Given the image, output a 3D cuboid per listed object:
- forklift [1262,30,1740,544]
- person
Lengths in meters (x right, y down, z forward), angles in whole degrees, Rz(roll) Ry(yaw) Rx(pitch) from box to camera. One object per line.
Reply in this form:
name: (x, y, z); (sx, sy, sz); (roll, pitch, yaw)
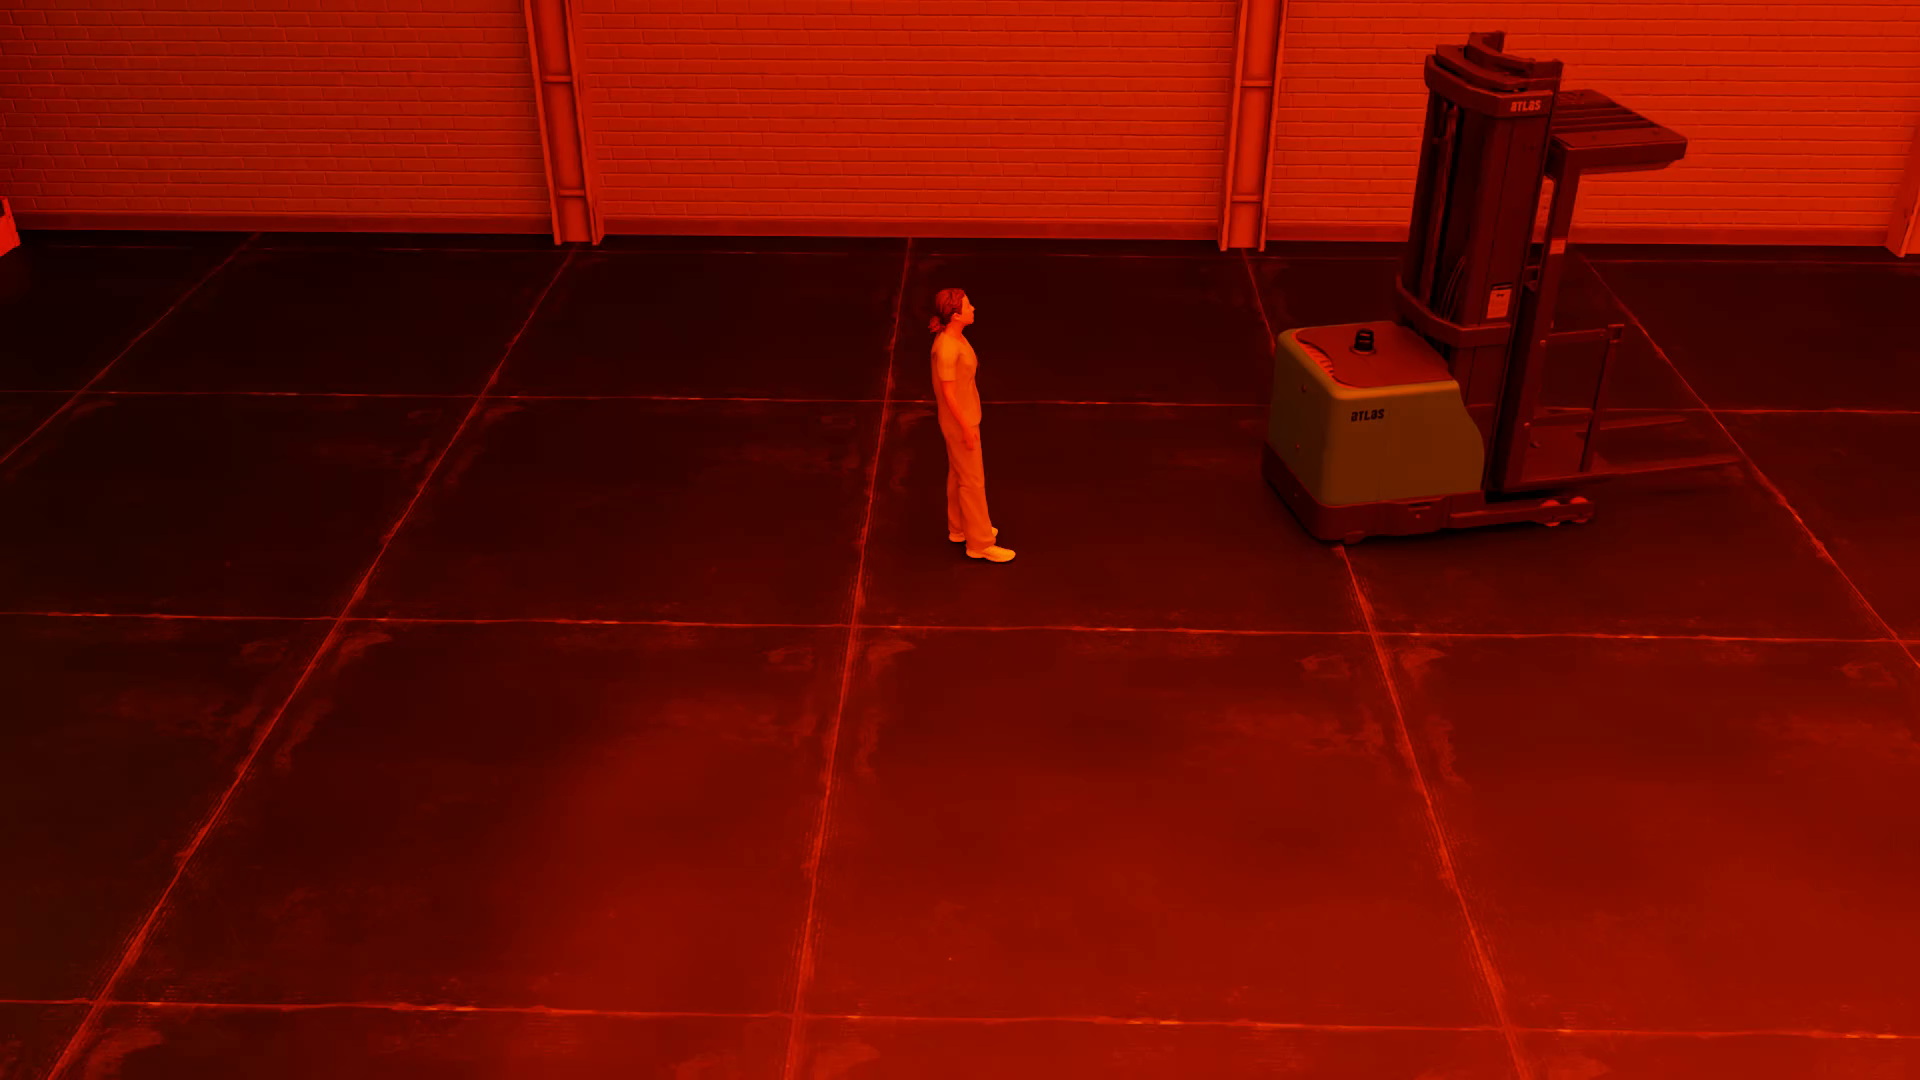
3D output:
forklift: (3.594, -1.607, 10.339); (3.031, 2.935, 1.130); (-6, 31, -10)
person: (0.074, -0.720, 10.057); (0.548, 1.673, 0.549); (1, 31, 1)
